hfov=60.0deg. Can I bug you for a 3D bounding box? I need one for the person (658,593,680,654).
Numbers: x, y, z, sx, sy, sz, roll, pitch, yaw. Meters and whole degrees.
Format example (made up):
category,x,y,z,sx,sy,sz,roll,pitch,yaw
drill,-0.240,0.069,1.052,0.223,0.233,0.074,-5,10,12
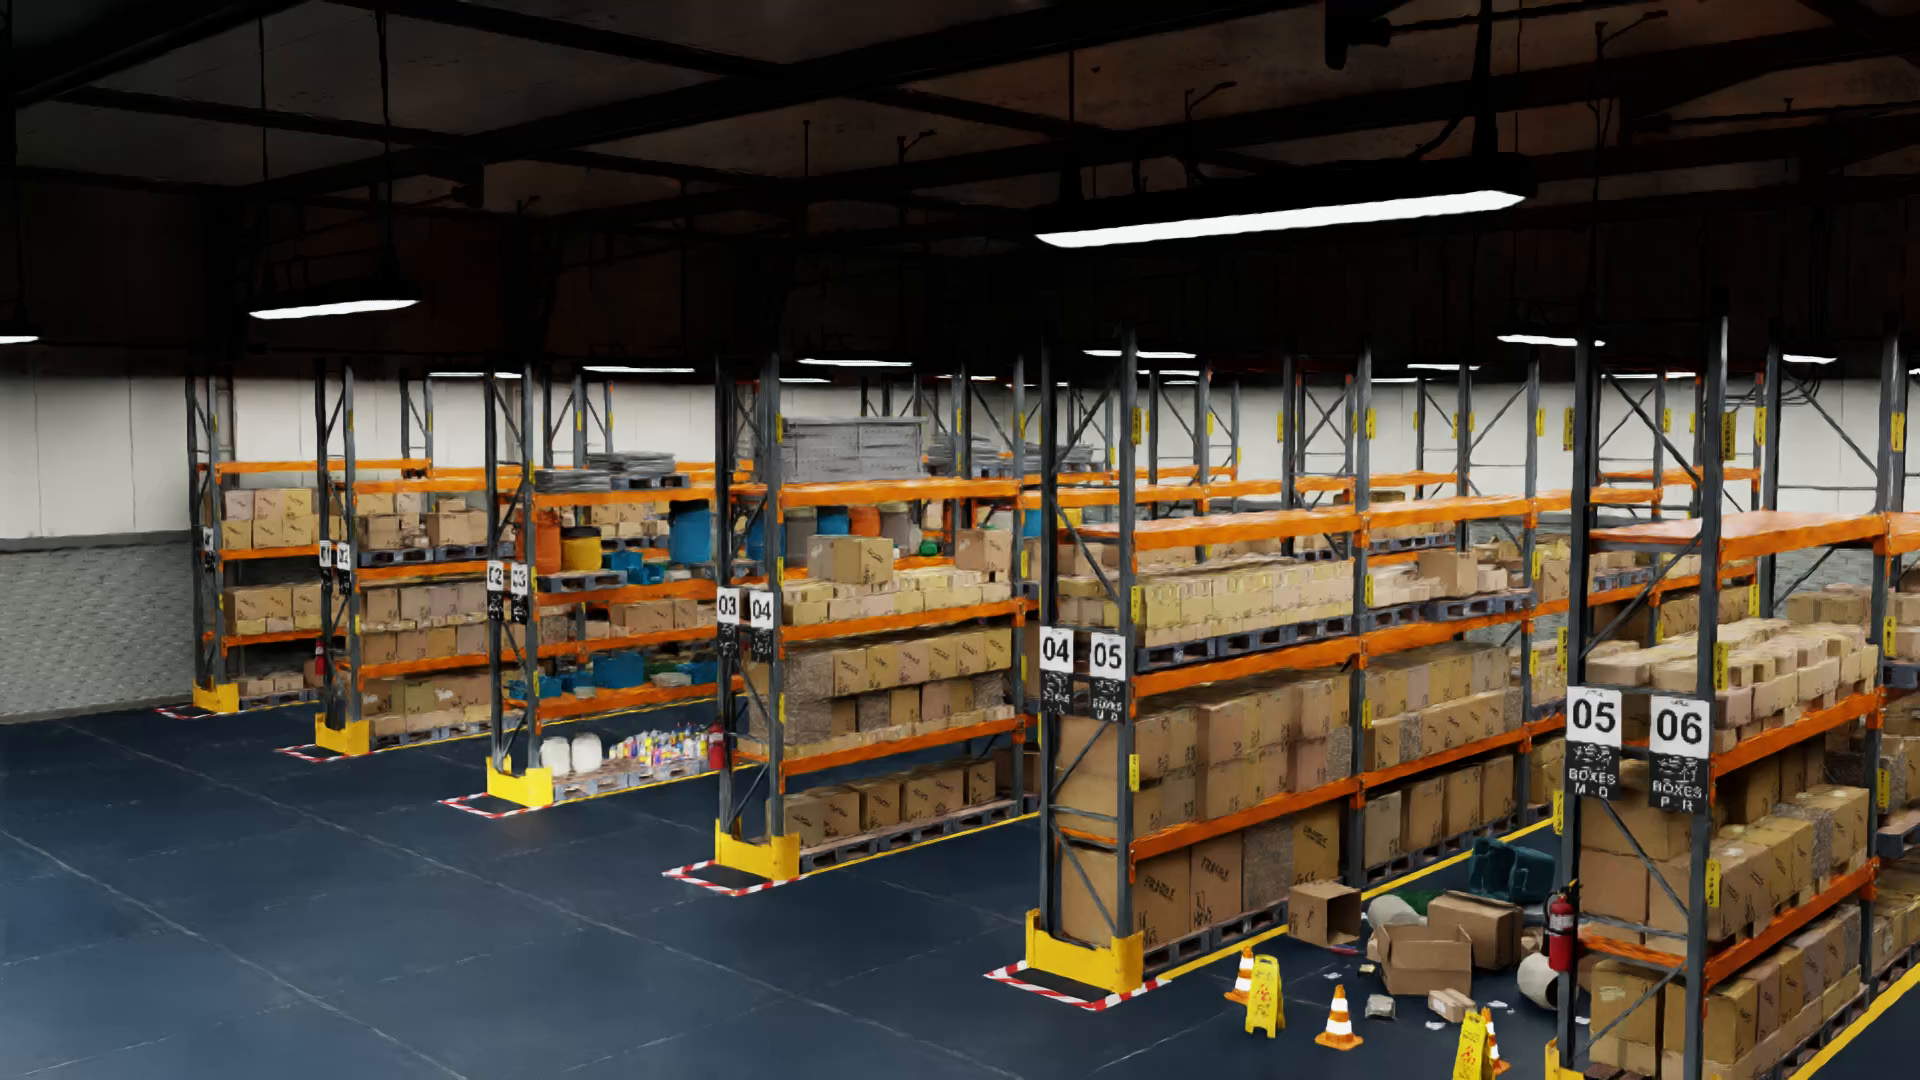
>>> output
category,x,y,z,sx,sy,sz,roll,pitch,yaw
person,-5.564,1.807,32.034,0.514,1.784,0.638,1,4,12
